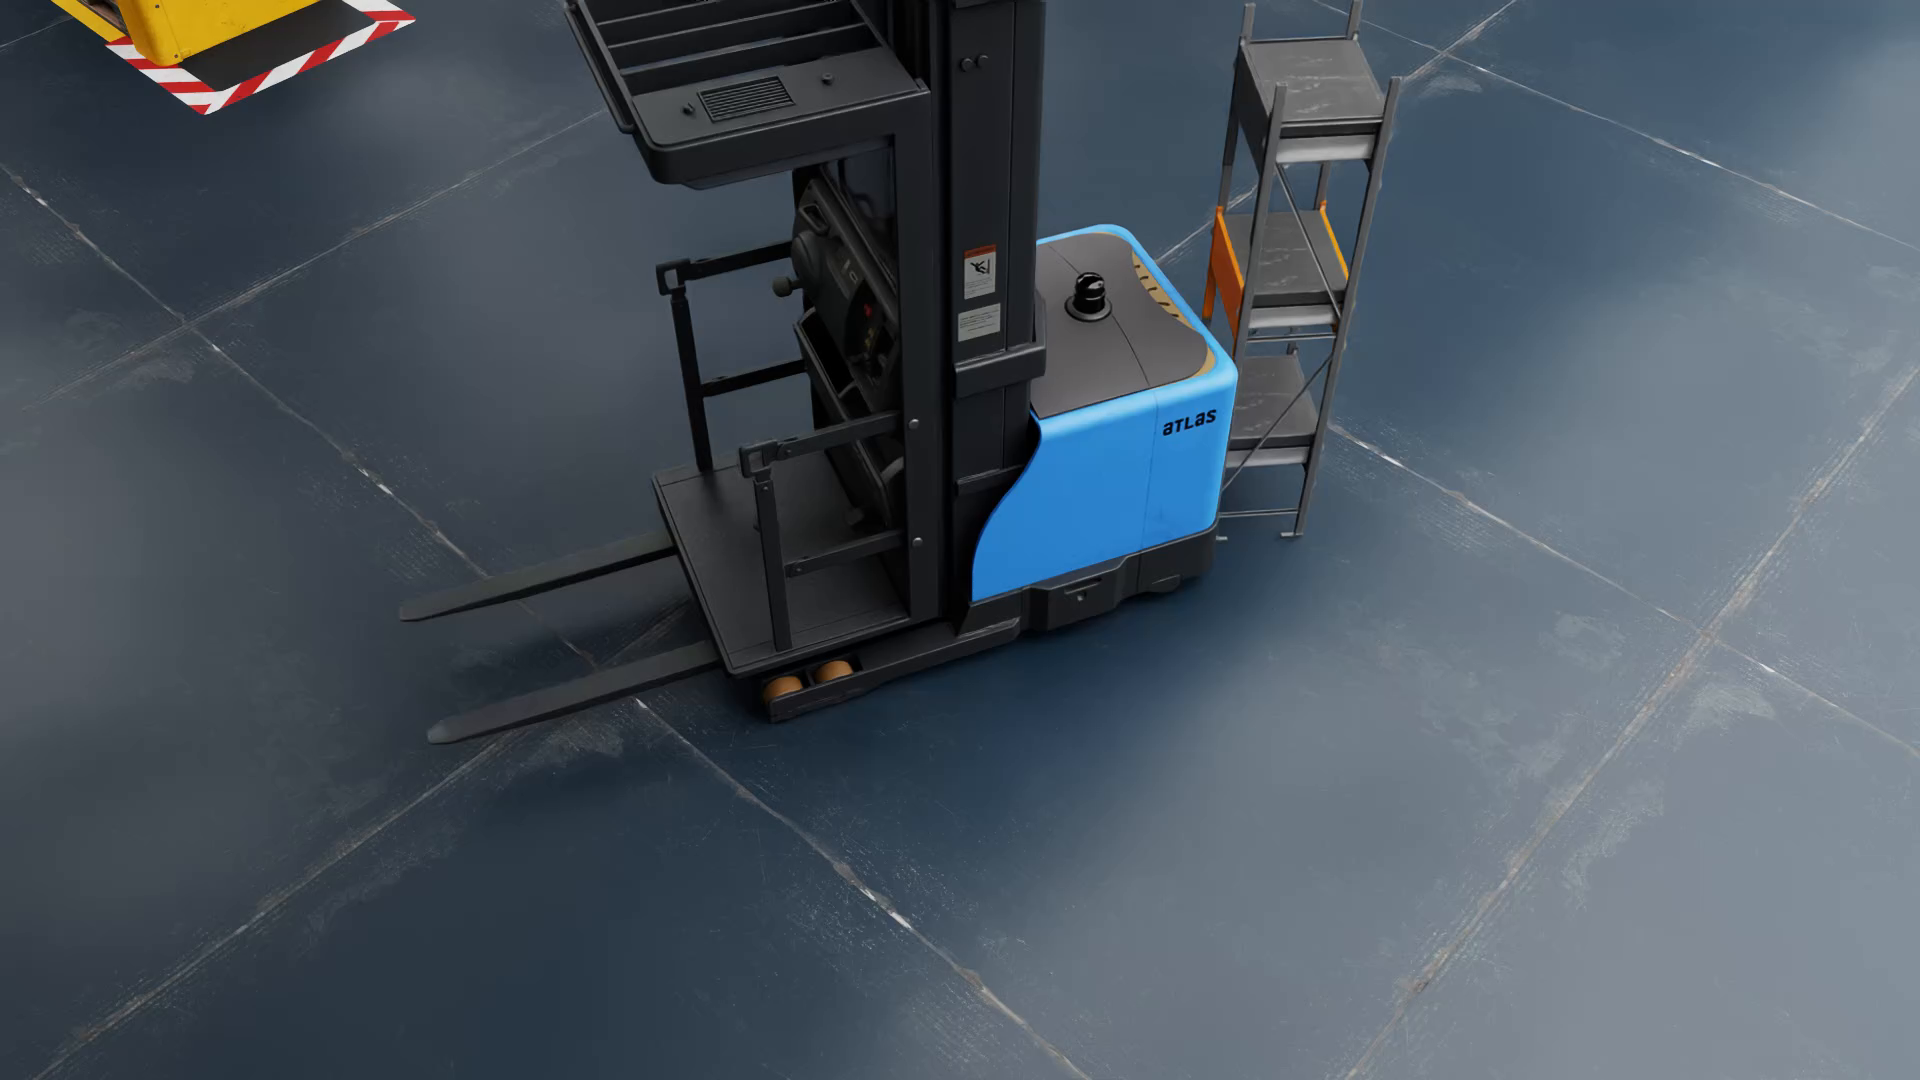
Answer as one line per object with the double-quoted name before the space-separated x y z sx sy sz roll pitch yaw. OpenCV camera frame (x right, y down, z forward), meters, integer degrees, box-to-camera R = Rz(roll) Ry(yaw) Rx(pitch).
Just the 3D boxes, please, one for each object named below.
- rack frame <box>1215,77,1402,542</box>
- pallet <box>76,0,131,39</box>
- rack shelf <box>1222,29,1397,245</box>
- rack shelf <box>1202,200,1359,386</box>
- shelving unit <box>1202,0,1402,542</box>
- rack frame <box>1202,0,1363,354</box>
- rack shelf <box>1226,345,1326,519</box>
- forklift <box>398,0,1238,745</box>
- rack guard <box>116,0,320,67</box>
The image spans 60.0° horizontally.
"rack frame" 1.193 -0.725 5.990 0.400 2.100 0.015 -4 47 -3
"pallet" -4.747 -3.440 9.835 1.213 0.211 1.003 34 55 28
"rack shelf" 1.171 -1.371 5.654 0.431 0.518 0.480 -4 47 -3
"rack shelf" 1.172 -0.893 6.166 0.431 0.518 0.480 -4 47 -3
"shelving unit" 1.172 -0.903 6.156 0.431 2.100 0.503 -4 47 -3
"rack frame" 1.150 -1.080 6.322 0.400 2.100 0.015 -4 47 -3
"rack shelf" 1.172 -0.416 6.678 0.431 0.518 0.480 -4 47 -3
"forklift" -0.569 -0.783 5.474 3.031 2.935 1.130 -17 49 -15
"rack guard" -4.139 -3.171 9.384 0.348 0.500 1.175 34 55 28
